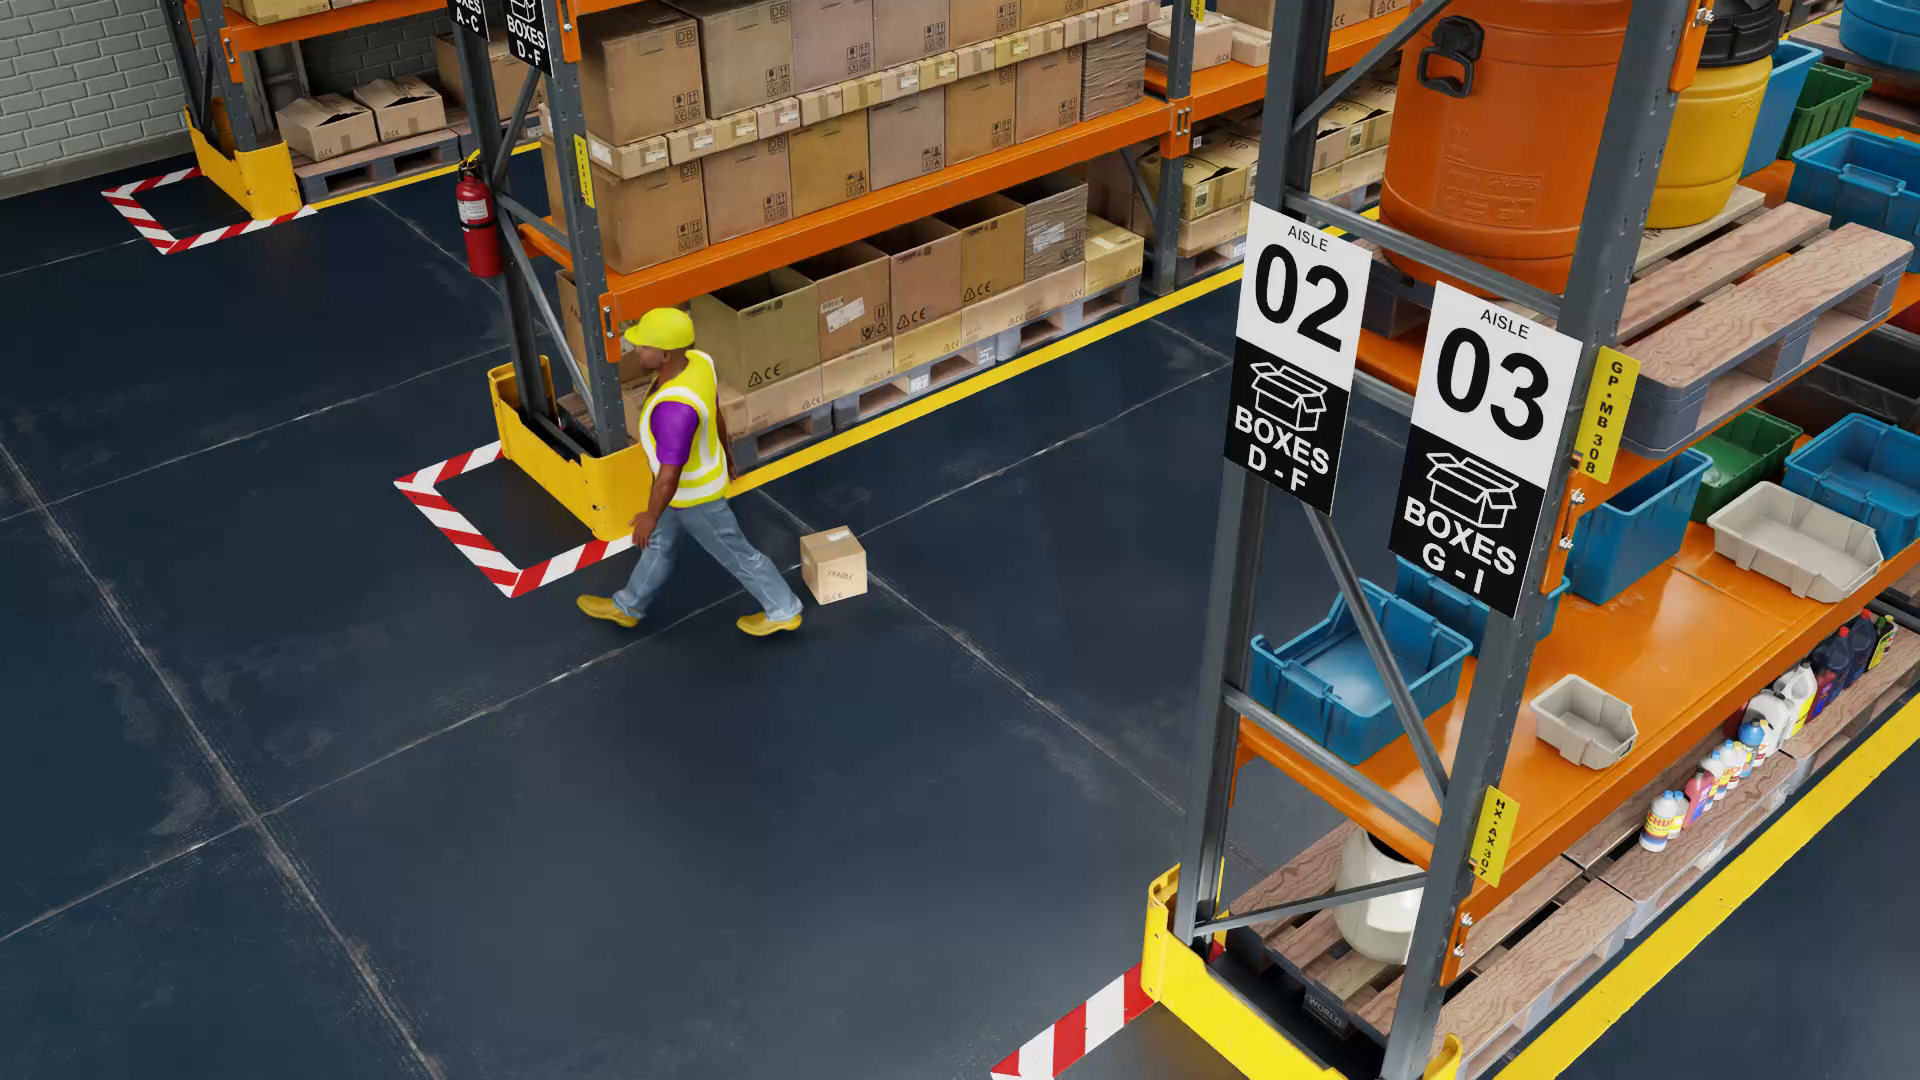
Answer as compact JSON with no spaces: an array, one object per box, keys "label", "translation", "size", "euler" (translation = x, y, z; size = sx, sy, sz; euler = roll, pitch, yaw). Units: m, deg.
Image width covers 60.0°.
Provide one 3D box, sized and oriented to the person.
[{"label":"person","translation":[-1.278,-0.262,7.417],"size":[1.076,1.703,0.608],"euler":[-4,36,-5]}]
